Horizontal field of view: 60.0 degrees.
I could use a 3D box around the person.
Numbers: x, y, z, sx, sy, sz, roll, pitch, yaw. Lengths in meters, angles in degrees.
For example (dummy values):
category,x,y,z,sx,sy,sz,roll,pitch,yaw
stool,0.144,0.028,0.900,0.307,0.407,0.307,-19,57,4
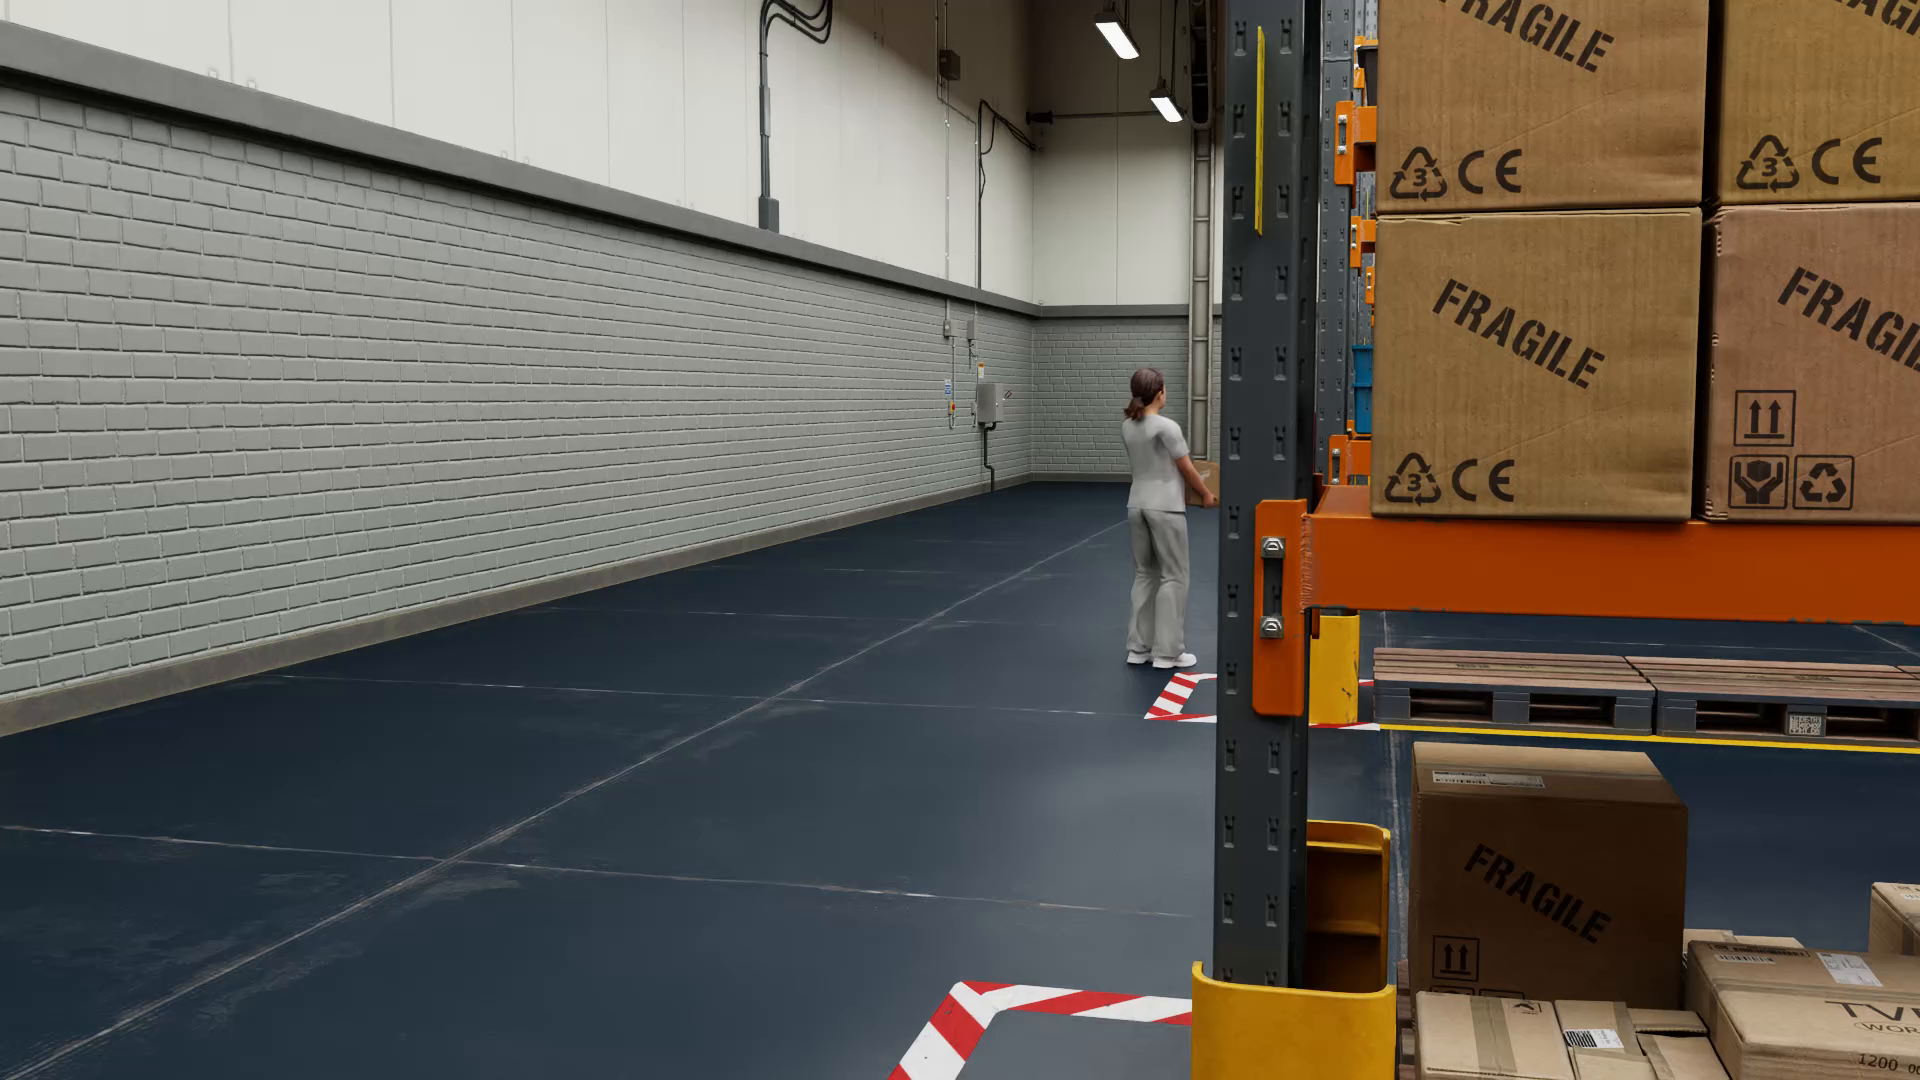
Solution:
category,x,y,z,sx,sy,sz,roll,pitch,yaw
person,1.156,-0.129,9.316,0.548,1.663,0.436,-4,6,-38
